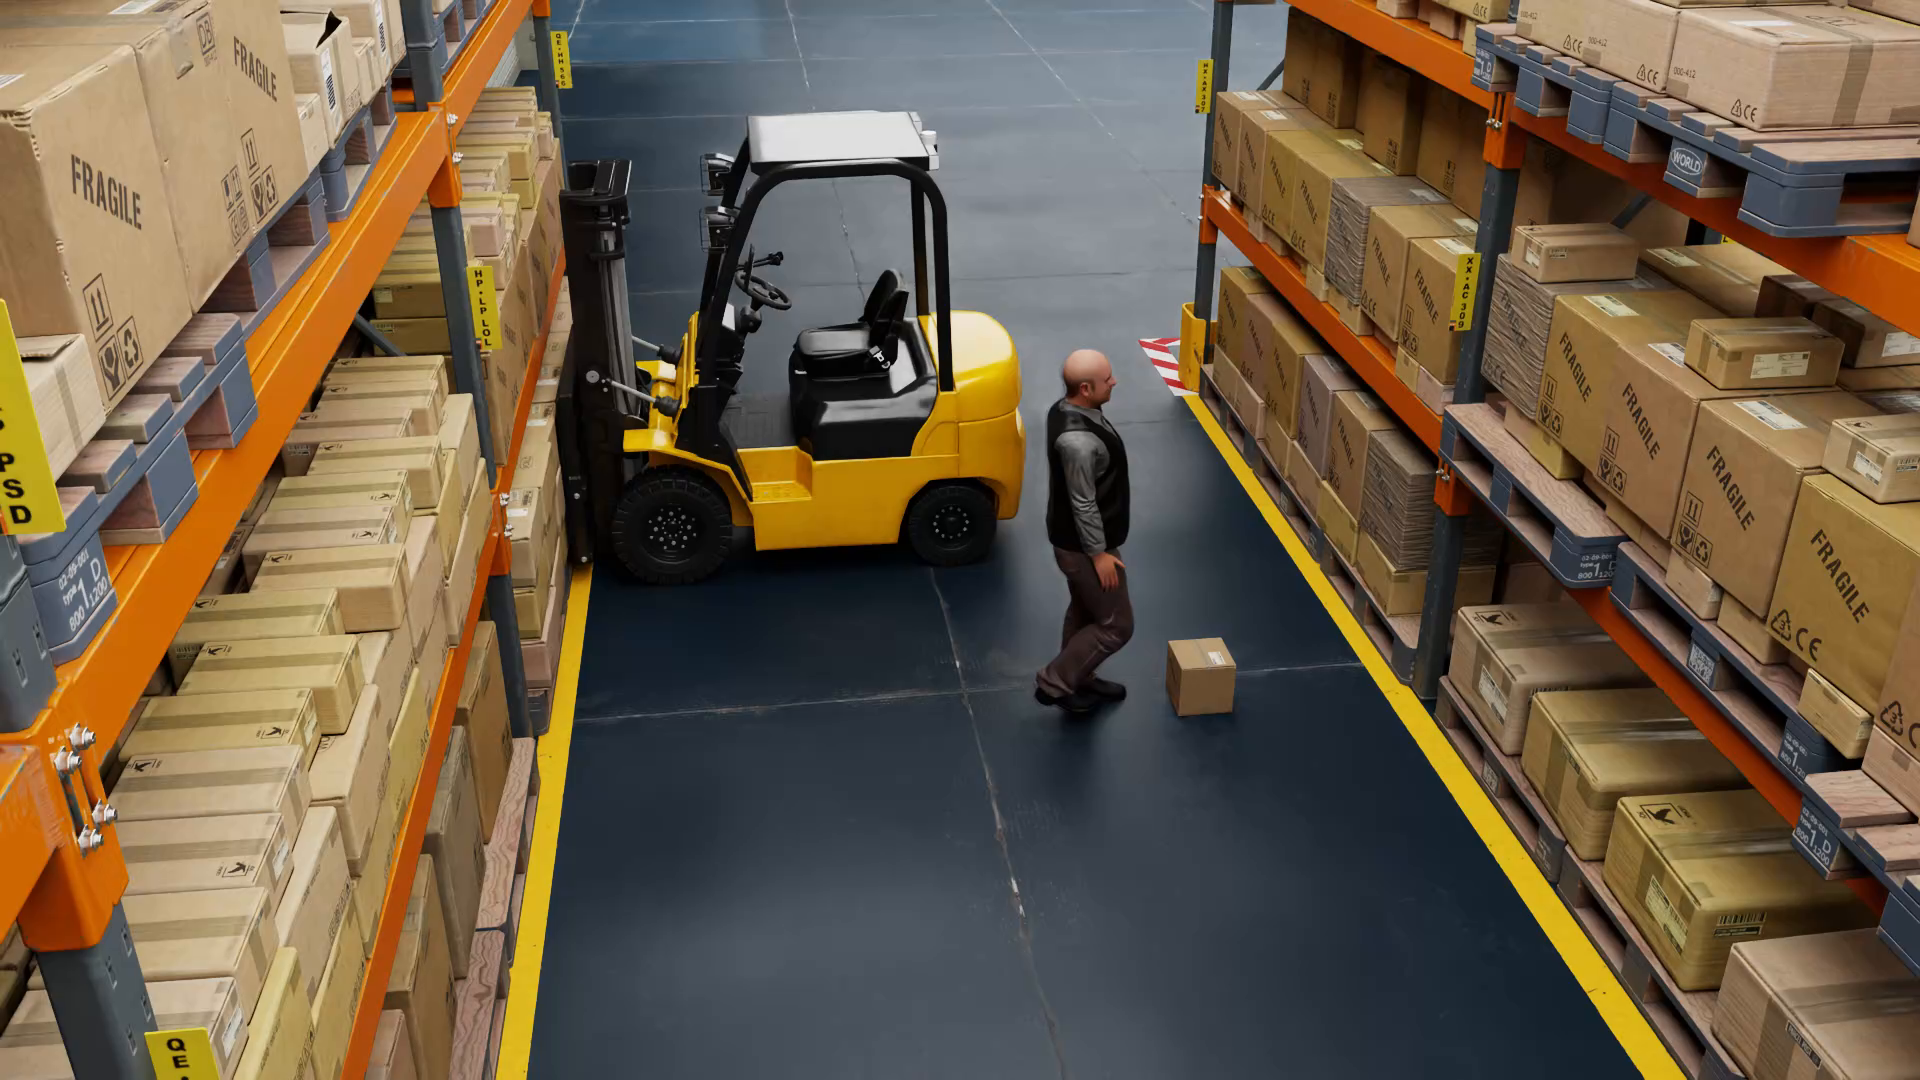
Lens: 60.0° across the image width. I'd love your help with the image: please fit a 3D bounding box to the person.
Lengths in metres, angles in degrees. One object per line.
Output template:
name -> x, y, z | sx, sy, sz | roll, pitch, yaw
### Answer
person -> 0.547, -0.001, 7.125 | 0.430, 1.732, 0.554 | 0, 27, 0
